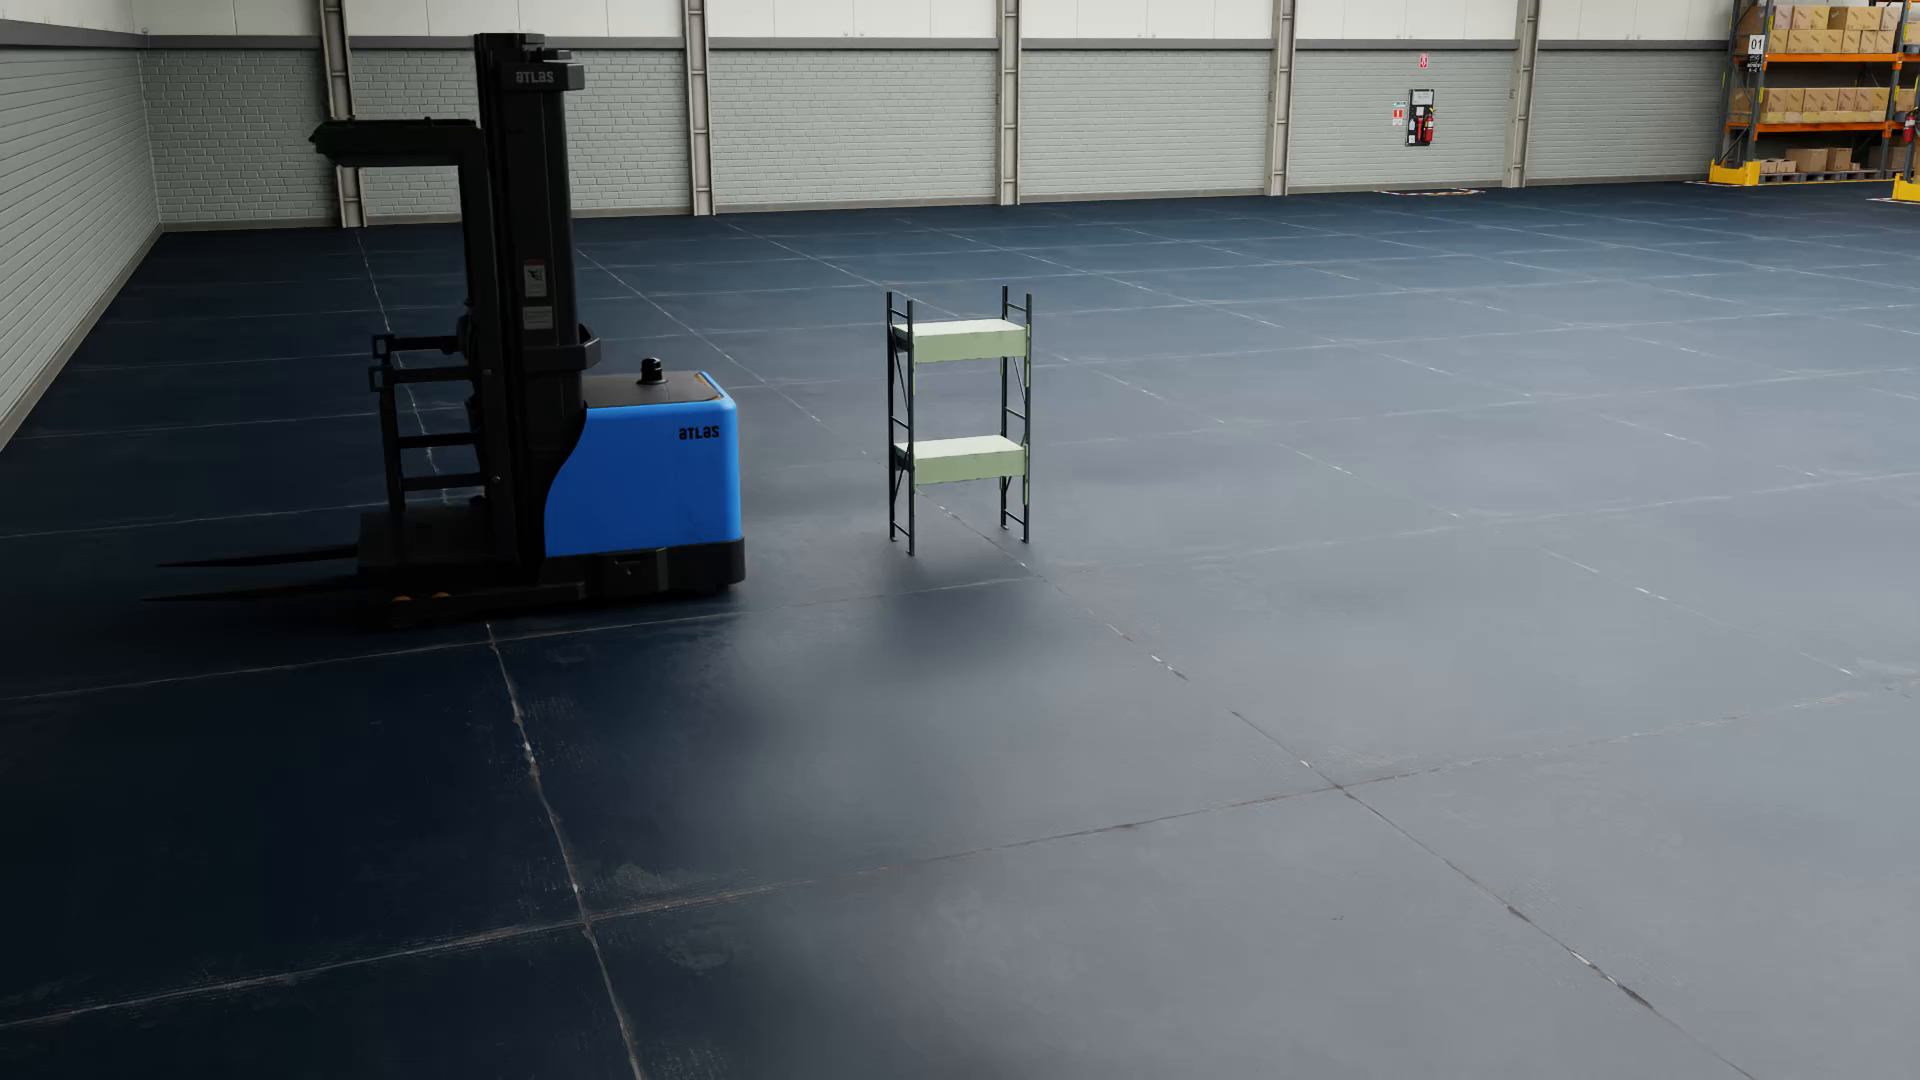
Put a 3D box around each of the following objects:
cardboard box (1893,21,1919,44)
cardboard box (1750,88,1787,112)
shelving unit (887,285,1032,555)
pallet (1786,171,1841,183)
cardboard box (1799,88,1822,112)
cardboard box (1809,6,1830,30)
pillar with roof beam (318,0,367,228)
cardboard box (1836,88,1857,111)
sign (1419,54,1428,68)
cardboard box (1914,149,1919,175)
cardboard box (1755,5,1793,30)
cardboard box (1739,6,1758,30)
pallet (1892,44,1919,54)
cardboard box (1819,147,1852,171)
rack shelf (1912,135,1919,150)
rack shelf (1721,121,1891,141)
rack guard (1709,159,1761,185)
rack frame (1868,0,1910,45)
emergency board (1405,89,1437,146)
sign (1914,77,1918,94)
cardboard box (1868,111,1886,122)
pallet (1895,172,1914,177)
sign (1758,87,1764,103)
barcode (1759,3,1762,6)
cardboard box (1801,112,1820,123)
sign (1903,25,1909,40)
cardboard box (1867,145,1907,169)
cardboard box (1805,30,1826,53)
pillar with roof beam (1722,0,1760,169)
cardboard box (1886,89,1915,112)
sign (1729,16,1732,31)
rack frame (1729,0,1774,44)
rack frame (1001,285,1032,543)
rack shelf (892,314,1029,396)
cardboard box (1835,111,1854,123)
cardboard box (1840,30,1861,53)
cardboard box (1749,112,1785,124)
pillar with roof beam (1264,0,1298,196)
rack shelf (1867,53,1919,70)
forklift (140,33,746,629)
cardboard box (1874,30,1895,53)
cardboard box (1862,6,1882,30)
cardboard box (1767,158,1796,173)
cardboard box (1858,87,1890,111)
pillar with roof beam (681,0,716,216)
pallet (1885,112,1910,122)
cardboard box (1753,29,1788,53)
[{"bbox_3d":[21.660,-11.619,38.093,0.500,0.500,0.500,-4,17,-12],"label":"cardboard box"},{"bbox_3d":[17.939,-9.759,36.907,0.500,0.500,0.500,-6,17,-20],"label":"cardboard box"},{"bbox_3d":[-0.006,-0.719,9.885,0.755,1.500,0.431,-6,17,-20],"label":"shelving unit"},{"bbox_3d":[19.365,-8.357,38.181,1.213,0.211,1.003,-6,17,-20],"label":"pallet"},{"bbox_3d":[18.888,-9.857,37.239,0.500,0.500,0.500,-7,18,-22],"label":"cardboard box"},{"bbox_3d":[18.793,-11.536,36.747,0.500,0.500,0.500,-6,17,-19],"label":"cardboard box"},{"bbox_3d":[-8.744,-8.512,23.113,0.400,9.000,9.100,-6,17,-20],"label":"pillar with roof beam"},{"bbox_3d":[19.852,-9.964,37.606,0.500,0.500,0.500,-7,18,-22],"label":"cardboard box"},{"bbox_3d":[9.762,-10.084,35.000,0.199,0.298,0.001,-6,17,-20],"label":"sign"},{"bbox_3d":[19.556,-7.564,33.336,0.500,0.500,0.500,-6,17,-20],"label":"cardboard box"},{"bbox_3d":[17.832,-11.444,36.434,0.500,0.500,0.500,-8,18,-24],"label":"cardboard box"},{"bbox_3d":[17.694,-11.581,36.901,0.500,0.500,0.500,-5,17,-18],"label":"cardboard box"},{"bbox_3d":[21.735,-11.279,38.193,1.003,0.211,1.213,-6,17,-20],"label":"pallet"},{"bbox_3d":[20.166,-8.792,38.371,0.500,0.500,0.500,-8,18,-24],"label":"cardboard box"},{"bbox_3d":[21.029,-8.046,33.450,4.000,0.370,1.077,-6,17,-20],"label":"rack shelf"},{"bbox_3d":[19.253,-9.349,37.887,4.000,0.370,1.077,-6,17,-20],"label":"rack shelf"},{"bbox_3d":[17.456,-8.301,37.478,0.348,0.500,1.175,-6,17,-20],"label":"rack guard"},{"bbox_3d":[21.120,-12.774,37.628,0.127,3.000,1.000,-6,17,-20],"label":"rack frame"},{"bbox_3d":[9.805,-8.947,35.241,0.643,1.169,0.194,-6,17,-20],"label":"emergency board"},{"bbox_3d":[18.980,-9.003,32.957,0.005,0.325,0.100,-6,17,-20],"label":"sign"},{"bbox_3d":[20.787,-9.706,38.057,0.500,0.250,0.500,-6,17,-20],"label":"cardboard box"},{"bbox_3d":[22.988,-8.761,39.557,1.213,0.211,1.003,-6,17,-20],"label":"pallet"},{"bbox_3d":[17.580,-9.765,36.491,0.005,0.325,0.100,-6,17,-20],"label":"sign"},{"bbox_3d":[17.869,-11.950,37.129,0.075,0.075,0.001,-6,17,-20],"label":"barcode"},{"bbox_3d":[18.912,-9.502,37.361,0.500,0.250,0.500,-6,18,-21],"label":"cardboard box"},{"bbox_3d":[21.322,-11.441,37.494,0.005,0.325,0.100,-6,17,-20],"label":"sign"},{"bbox_3d":[21.802,-8.986,39.031,0.500,0.500,0.700,-6,17,-18],"label":"cardboard box"},{"bbox_3d":[18.785,-11.055,36.885,0.500,0.500,0.500,-5,17,-18],"label":"cardboard box"},{"bbox_3d":[19.270,-11.536,33.412,0.400,9.000,9.100,-6,17,-20],"label":"pillar with roof beam"},{"bbox_3d":[21.608,-10.197,38.541,0.500,0.500,0.700,-6,17,-20],"label":"cardboard box"},{"bbox_3d":[17.205,-11.505,37.056,0.005,0.325,0.100,-6,17,-20],"label":"sign"},{"bbox_3d":[17.385,-12.371,36.254,0.127,3.000,1.000,-6,17,-20],"label":"rack frame"},{"bbox_3d":[0.336,-0.756,10.010,0.023,1.500,0.400,-6,17,-20],"label":"rack frame"},{"bbox_3d":[-0.006,-1.093,9.775,0.720,0.370,0.431,-6,17,-20],"label":"rack shelf"},{"bbox_3d":[19.854,-9.603,37.707,0.500,0.250,0.500,-6,17,-20],"label":"cardboard box"},{"bbox_3d":[19.757,-11.163,37.252,0.500,0.500,0.500,-7,18,-22],"label":"cardboard box"},{"bbox_3d":[17.955,-9.396,37.001,0.500,0.250,0.500,-7,18,-22],"label":"cardboard box"},{"bbox_3d":[8.064,-10.327,29.293,0.400,9.000,9.100,-6,17,-20],"label":"pillar with roof beam"},{"bbox_3d":[22.988,-11.191,38.838,4.000,0.370,1.077,-6,17,-20],"label":"rack shelf"},{"bbox_3d":[-2.752,-1.116,8.697,3.031,2.935,1.130,-5,17,-17],"label":"forklift"},{"bbox_3d":[20.735,-11.276,37.638,0.500,0.500,0.500,-6,17,-19],"label":"cardboard box"},{"bbox_3d":[20.239,-11.692,37.279,0.500,0.500,0.500,-5,17,-17],"label":"cardboard box"},{"bbox_3d":[18.596,-8.517,37.769,0.500,0.311,0.500,-5,17,-15],"label":"cardboard box"},{"bbox_3d":[20.790,-10.064,37.946,0.500,0.500,0.500,-6,17,-20],"label":"cardboard box"},{"bbox_3d":[-3.141,-9.117,25.173,0.400,9.000,9.100,-6,17,-20],"label":"pillar with roof beam"},{"bbox_3d":[21.886,-9.843,38.632,1.213,0.211,1.003,-6,17,-20],"label":"pallet"},{"bbox_3d":[17.787,-10.957,36.551,0.500,0.500,0.500,-6,17,-19],"label":"cardboard box"}]
